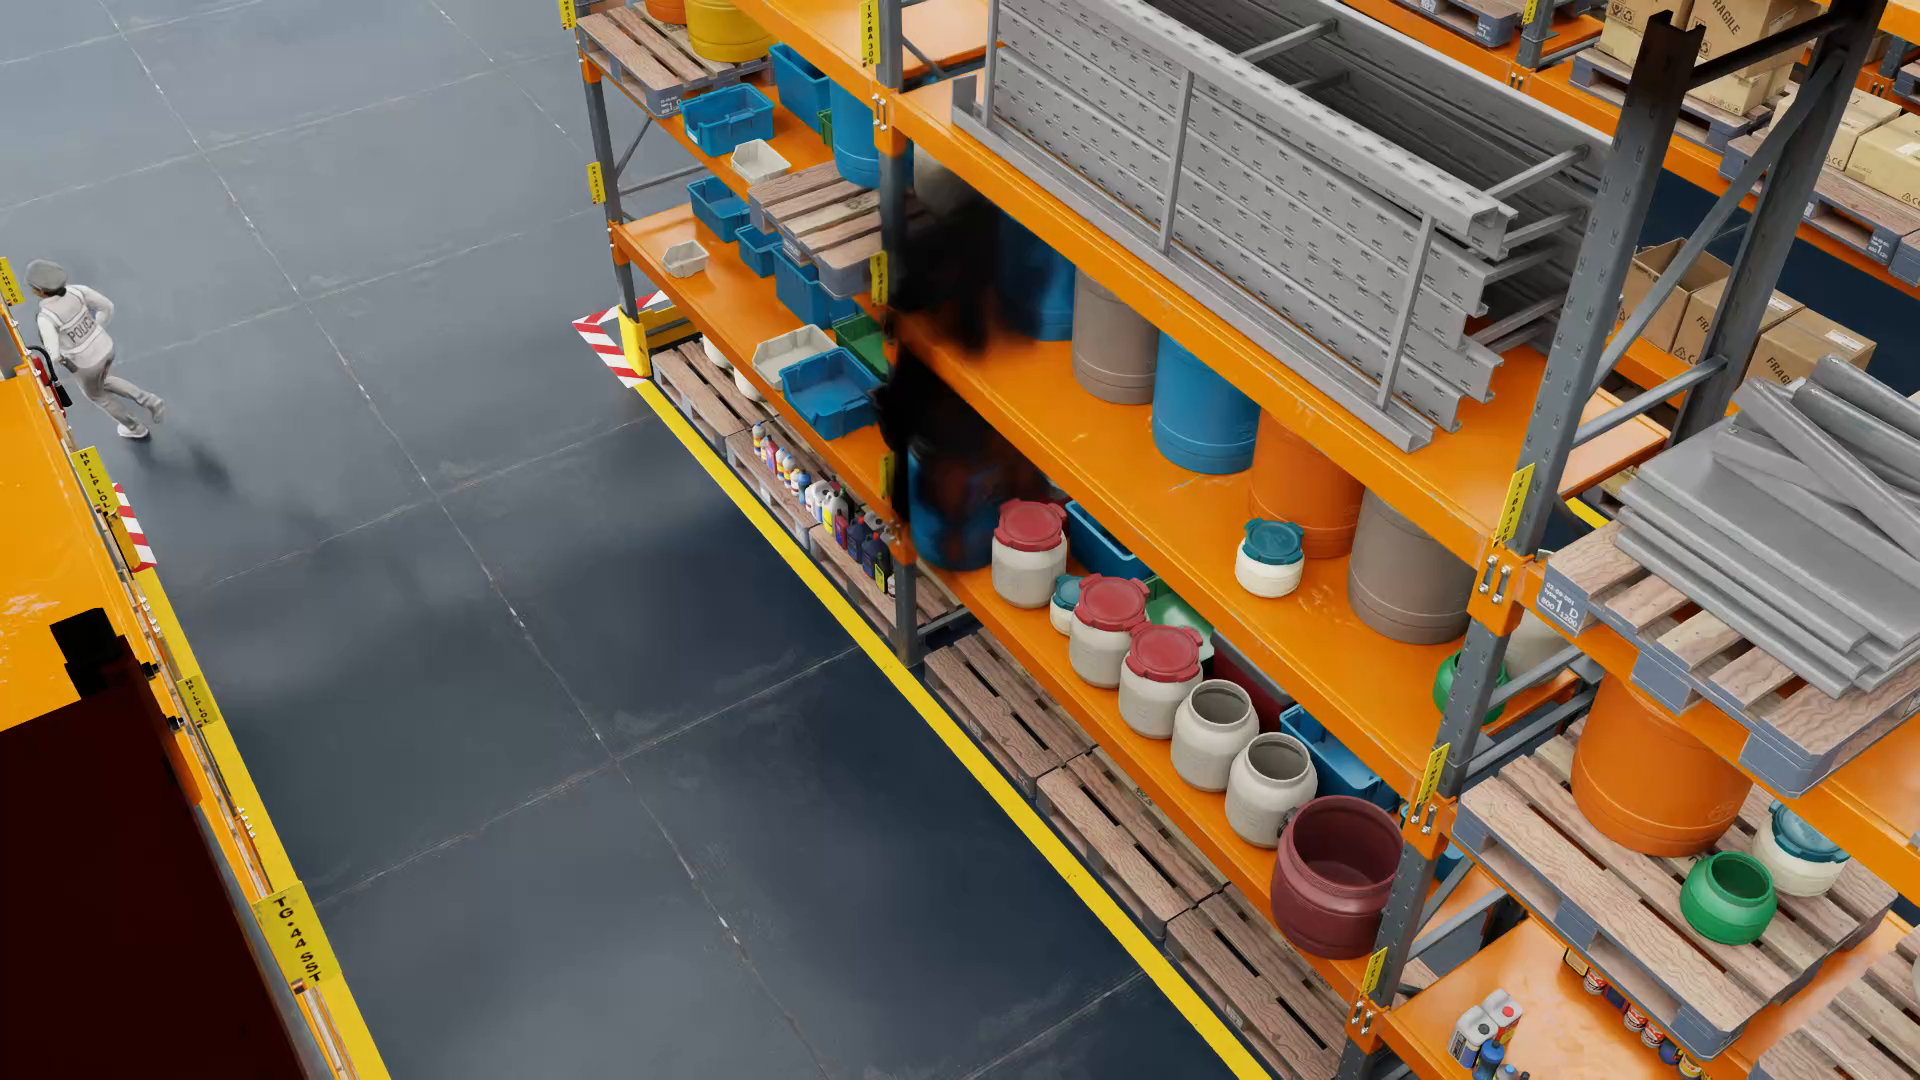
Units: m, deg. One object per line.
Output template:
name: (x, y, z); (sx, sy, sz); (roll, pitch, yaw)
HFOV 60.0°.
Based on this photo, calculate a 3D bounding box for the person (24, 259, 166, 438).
person: (-6.270, -1.299, 11.981); (0.525, 1.656, 0.645); (10, 44, 10)
